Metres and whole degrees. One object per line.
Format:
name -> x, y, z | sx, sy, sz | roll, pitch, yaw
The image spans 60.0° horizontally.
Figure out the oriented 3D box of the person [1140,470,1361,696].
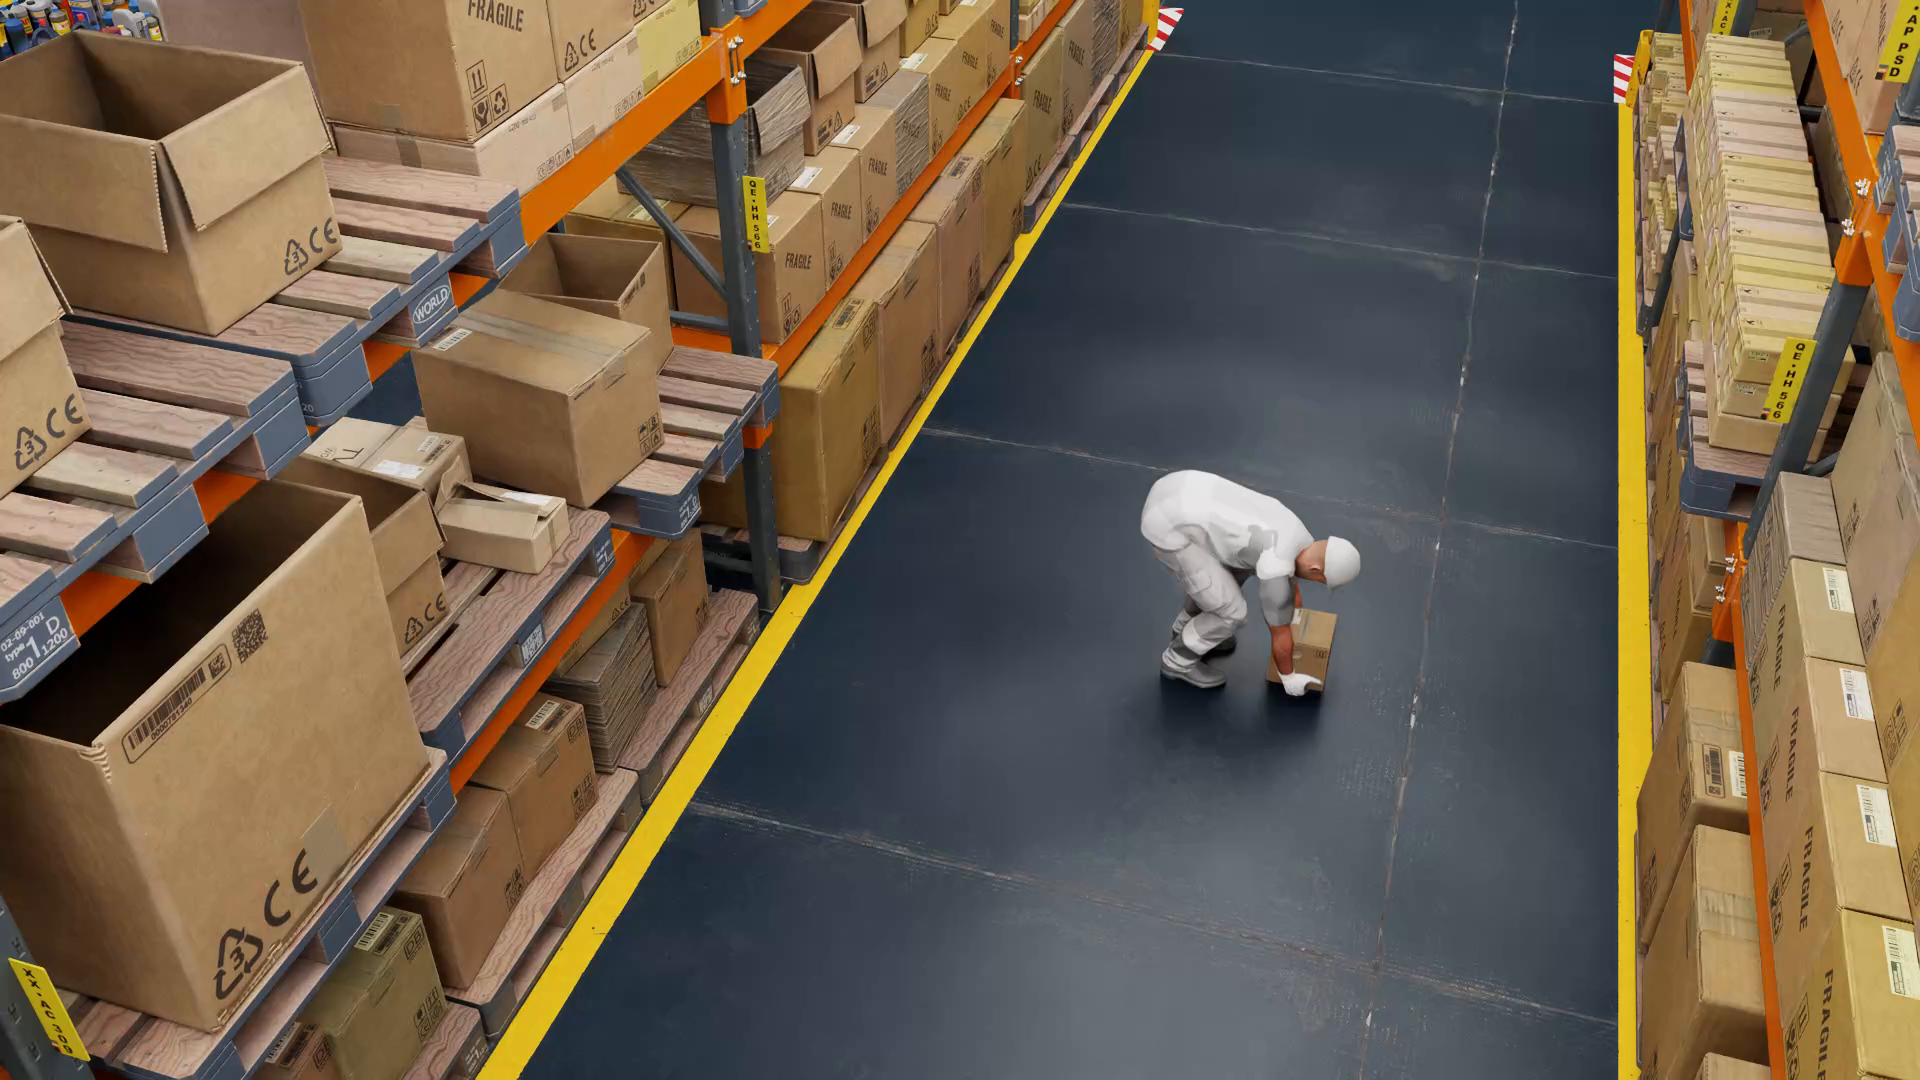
person -> 1.251, 0.182, 7.297 | 0.949, 0.983, 0.531 | 9, 38, 12
